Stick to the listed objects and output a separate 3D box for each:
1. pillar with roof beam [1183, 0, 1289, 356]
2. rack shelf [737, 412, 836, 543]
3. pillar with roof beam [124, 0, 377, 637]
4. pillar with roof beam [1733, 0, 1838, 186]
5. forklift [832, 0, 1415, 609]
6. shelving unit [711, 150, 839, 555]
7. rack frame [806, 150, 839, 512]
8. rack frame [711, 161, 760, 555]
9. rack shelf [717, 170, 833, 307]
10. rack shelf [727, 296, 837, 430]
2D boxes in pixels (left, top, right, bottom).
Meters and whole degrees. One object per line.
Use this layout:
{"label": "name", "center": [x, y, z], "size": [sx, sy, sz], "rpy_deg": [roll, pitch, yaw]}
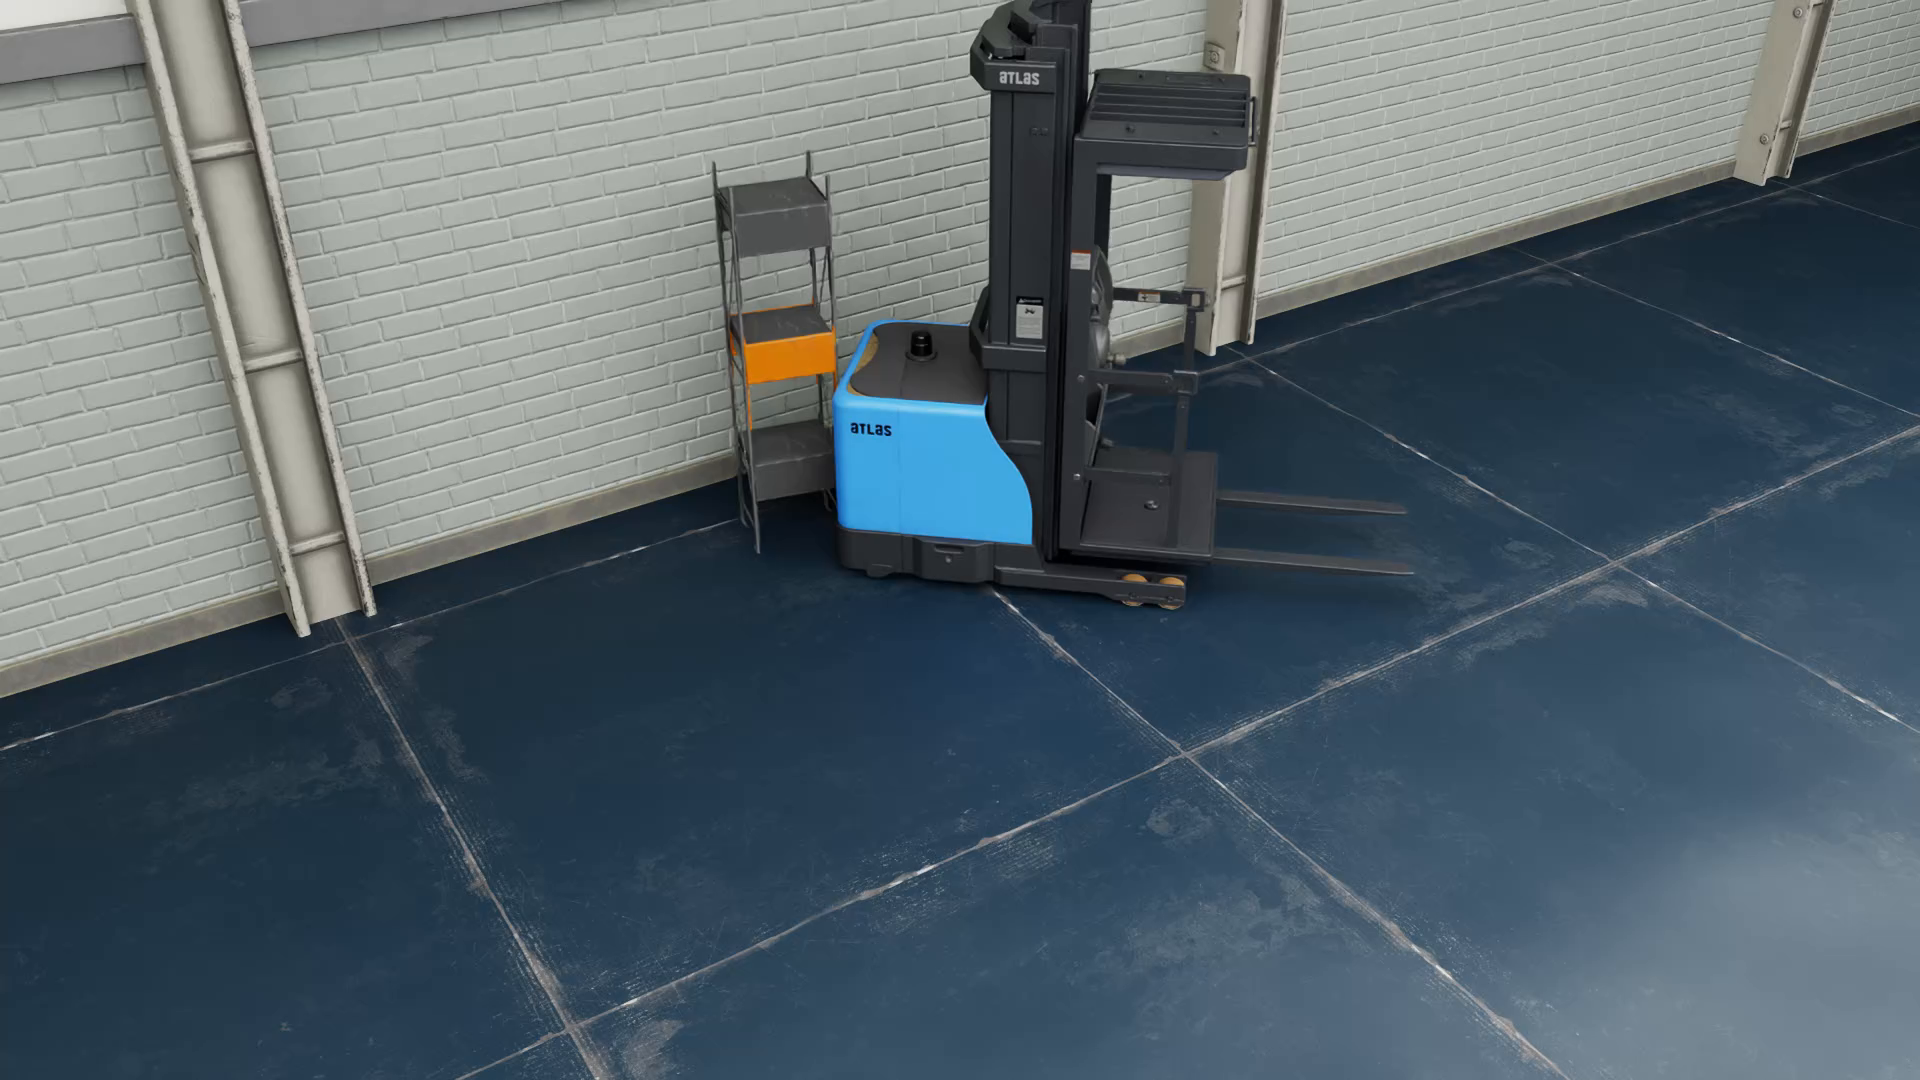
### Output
{"label": "pillar with roof beam", "center": [4.098, -3.240, 5.951], "size": [0.400, 9.000, 9.100], "rpy_deg": [-19, 37, -27]}
{"label": "rack shelf", "center": [-0.940, -0.348, 9.171], "size": [0.480, 0.518, 0.431], "rpy_deg": [-11, 34, -17]}
{"label": "pillar with roof beam", "center": [-0.945, -1.505, 3.202], "size": [0.400, 9.000, 9.100], "rpy_deg": [-19, 37, -27]}
{"label": "pillar with roof beam", "center": [9.141, -4.974, 8.701], "size": [0.400, 9.000, 9.100], "rpy_deg": [-19, 37, -27]}
{"label": "forklift", "center": [0.900, -1.183, 8.379], "size": [3.031, 2.935, 1.130], "rpy_deg": [5, 33, 8]}
{"label": "shelving unit", "center": [-0.940, -0.951, 8.790], "size": [0.503, 2.100, 0.431], "rpy_deg": [-11, 34, -17]}
{"label": "rack frame", "center": [-0.711, -0.995, 8.859], "size": [0.015, 2.100, 0.400], "rpy_deg": [-11, 34, -17]}
{"label": "rack frame", "center": [-1.170, -0.907, 8.720], "size": [0.015, 2.100, 0.400], "rpy_deg": [-11, 34, -17]}
{"label": "rack shelf", "center": [-0.940, -1.532, 8.424], "size": [0.480, 0.518, 0.431], "rpy_deg": [-11, 34, -17]}
{"label": "rack shelf", "center": [-0.940, -0.940, 8.797], "size": [0.480, 0.518, 0.431], "rpy_deg": [-11, 34, -17]}
